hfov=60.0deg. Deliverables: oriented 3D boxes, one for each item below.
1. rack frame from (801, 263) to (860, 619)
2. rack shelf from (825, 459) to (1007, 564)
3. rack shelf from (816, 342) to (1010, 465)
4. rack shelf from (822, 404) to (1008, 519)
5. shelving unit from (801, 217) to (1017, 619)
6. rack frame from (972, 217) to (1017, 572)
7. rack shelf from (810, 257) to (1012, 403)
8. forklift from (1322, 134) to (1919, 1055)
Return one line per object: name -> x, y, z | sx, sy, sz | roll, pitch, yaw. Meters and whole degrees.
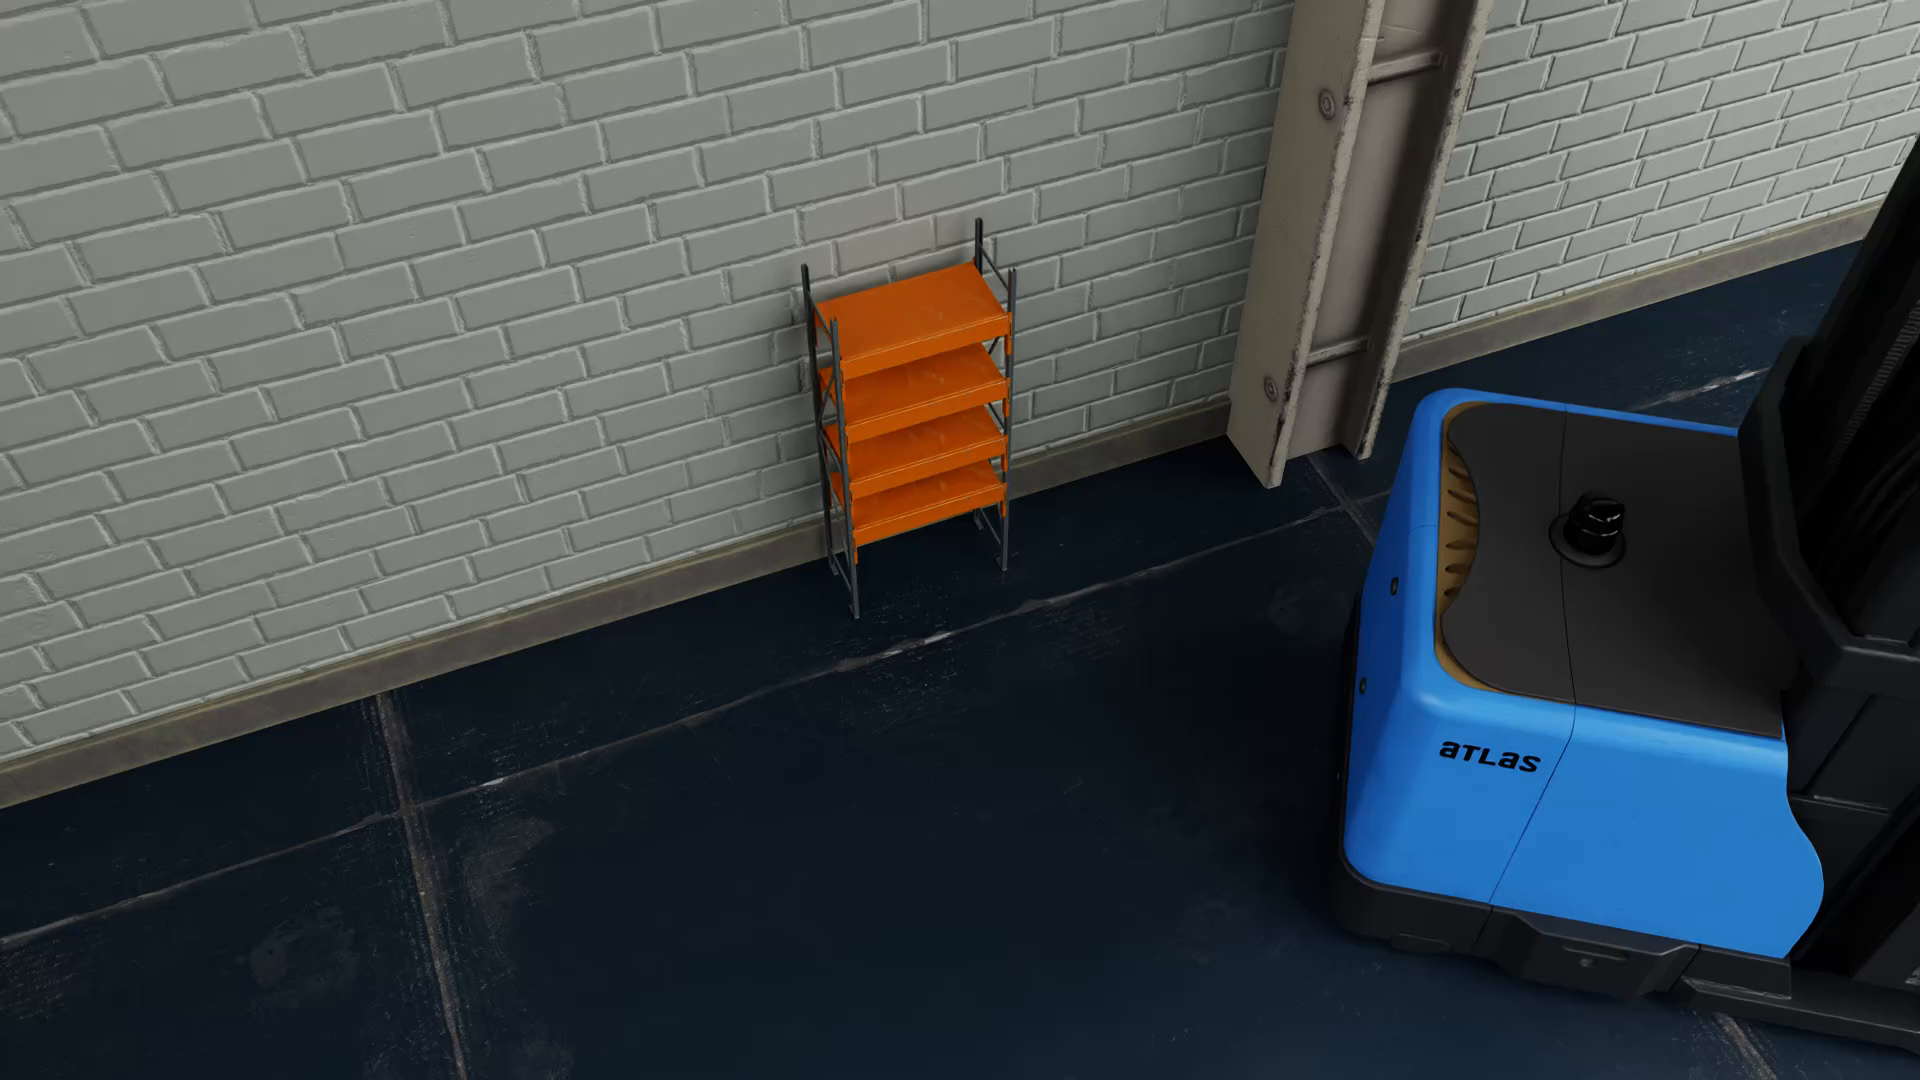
rack frame -> -0.357, -0.236, 4.661 | 0.015, 1.200, 0.240 | -18, 52, -15
rack shelf -> -0.132, -0.134, 4.925 | 0.480, 0.148, 0.258 | -18, 52, -15
rack shelf -> -0.132, -0.409, 4.604 | 0.480, 0.148, 0.258 | -18, 52, -15
rack shelf -> -0.132, -0.263, 4.774 | 0.480, 0.148, 0.258 | -18, 52, -15
shelving unit -> -0.132, -0.307, 4.723 | 0.503, 1.200, 0.258 | -18, 52, -15
rack frame -> 0.093, -0.379, 4.784 | 0.015, 1.200, 0.240 | -18, 52, -15
rack shelf -> -0.132, -0.563, 4.425 | 0.480, 0.148, 0.258 | -18, 52, -15
forklift -> 2.521, -0.055, 3.365 | 3.031, 2.935, 1.130 | 9, 50, 8
